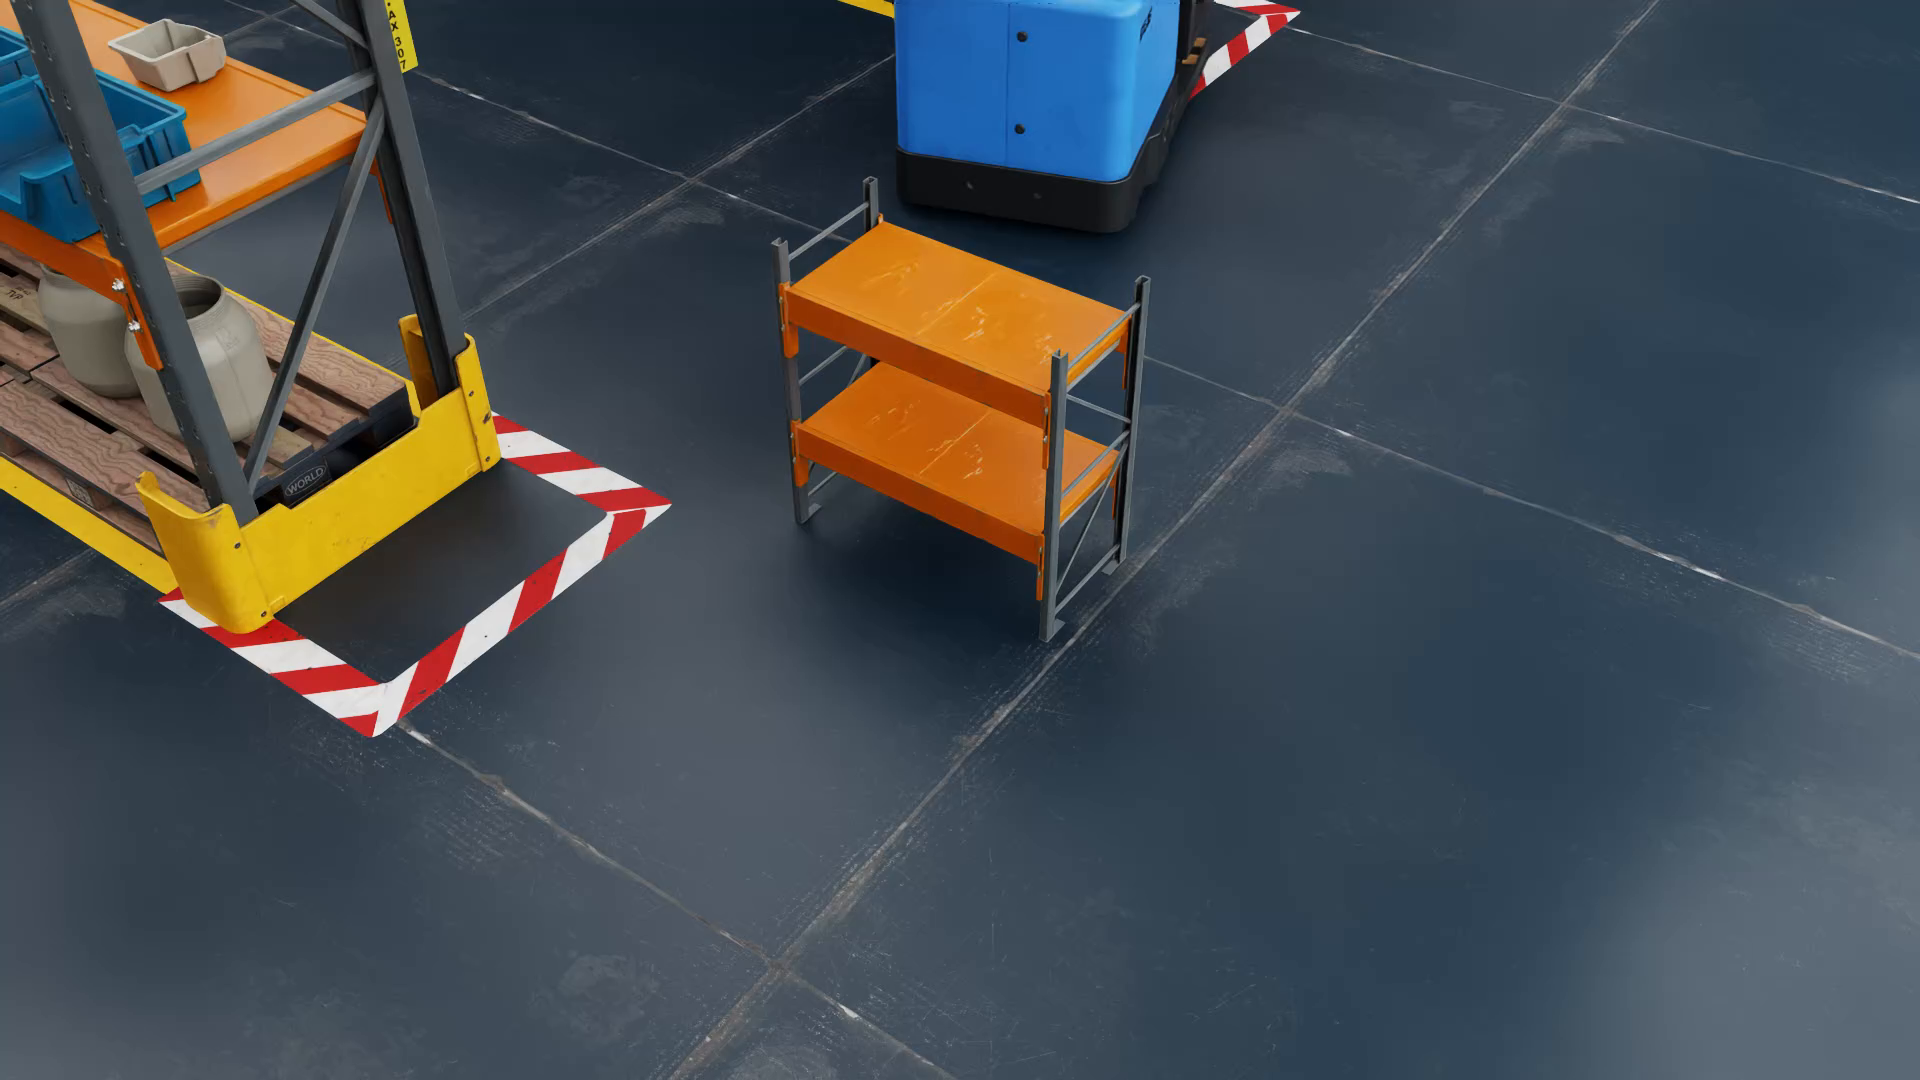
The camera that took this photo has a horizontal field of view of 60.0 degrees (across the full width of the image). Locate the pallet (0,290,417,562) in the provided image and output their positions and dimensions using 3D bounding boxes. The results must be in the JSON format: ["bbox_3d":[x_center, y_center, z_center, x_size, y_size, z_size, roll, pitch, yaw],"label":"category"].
[{"bbox_3d":[-2.794,-0.454,6.099,1.213,0.211,1.003,25,48,25],"label":"pallet"}]

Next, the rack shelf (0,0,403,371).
[{"bbox_3d":[-3.680,-1.673,5.910,4.000,0.370,1.077,25,48,25],"label":"rack shelf"}]

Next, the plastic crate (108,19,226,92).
[{"bbox_3d":[-2.590,-1.596,5.482,0.250,0.136,0.298,25,48,25],"label":"plastic crate"}]

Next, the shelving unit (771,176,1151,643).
[{"bbox_3d":[-0.006,-0.422,5.378,1.048,1.125,0.538,25,48,25],"label":"shelving unit"}]

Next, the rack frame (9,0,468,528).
[{"bbox_3d":[-2.042,-1.176,4.814,0.127,3.000,1.000,25,48,25],"label":"rack frame"}]

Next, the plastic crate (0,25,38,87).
[{"bbox_3d":[-3.152,-1.400,5.177,0.408,0.251,0.499,25,48,25],"label":"plastic crate"}]

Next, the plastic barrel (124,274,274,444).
[{"bbox_3d":[-2.625,-0.615,5.739,0.421,0.512,0.421,0,42,0],"label":"plastic barrel"}]

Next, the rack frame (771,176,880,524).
[{"bbox_3d":[-0.422,-0.616,5.595,0.032,1.125,0.500,25,48,25],"label":"rack frame"}]

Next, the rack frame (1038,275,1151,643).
[{"bbox_3d":[0.411,-0.227,5.160,0.032,1.125,0.500,25,48,25],"label":"rack frame"}]

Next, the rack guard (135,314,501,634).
[{"bbox_3d":[-2.132,-0.248,5.652,0.348,0.500,1.175,25,48,25],"label":"rack guard"}]

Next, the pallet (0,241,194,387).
[{"bbox_3d":[-3.788,-0.921,6.621,1.213,0.211,1.003,25,48,25],"label":"pallet"}]

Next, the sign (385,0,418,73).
[{"bbox_3d":[-1.723,-1.577,5.056,0.005,0.325,0.100,25,48,25],"label":"sign"}]

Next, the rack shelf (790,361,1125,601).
[{"bbox_3d":[-0.006,-0.240,5.541,1.000,0.278,0.538,25,48,25],"label":"rack shelf"}]

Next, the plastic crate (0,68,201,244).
[{"bbox_3d":[-2.624,-1.148,4.896,0.616,0.251,0.499,25,48,25],"label":"plastic crate"}]

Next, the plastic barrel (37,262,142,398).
[{"bbox_3d":[-3.035,-0.807,5.953,0.421,0.512,0.421,0,42,0],"label":"plastic barrel"}]

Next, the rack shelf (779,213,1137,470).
[{"bbox_3d":[-0.006,-0.640,5.183,1.000,0.278,0.538,25,48,25],"label":"rack shelf"}]

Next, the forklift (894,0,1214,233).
[{"bbox_3d":[0.634,-3.400,7.351,1.130,2.935,3.031,12,43,13],"label":"forklift"}]
